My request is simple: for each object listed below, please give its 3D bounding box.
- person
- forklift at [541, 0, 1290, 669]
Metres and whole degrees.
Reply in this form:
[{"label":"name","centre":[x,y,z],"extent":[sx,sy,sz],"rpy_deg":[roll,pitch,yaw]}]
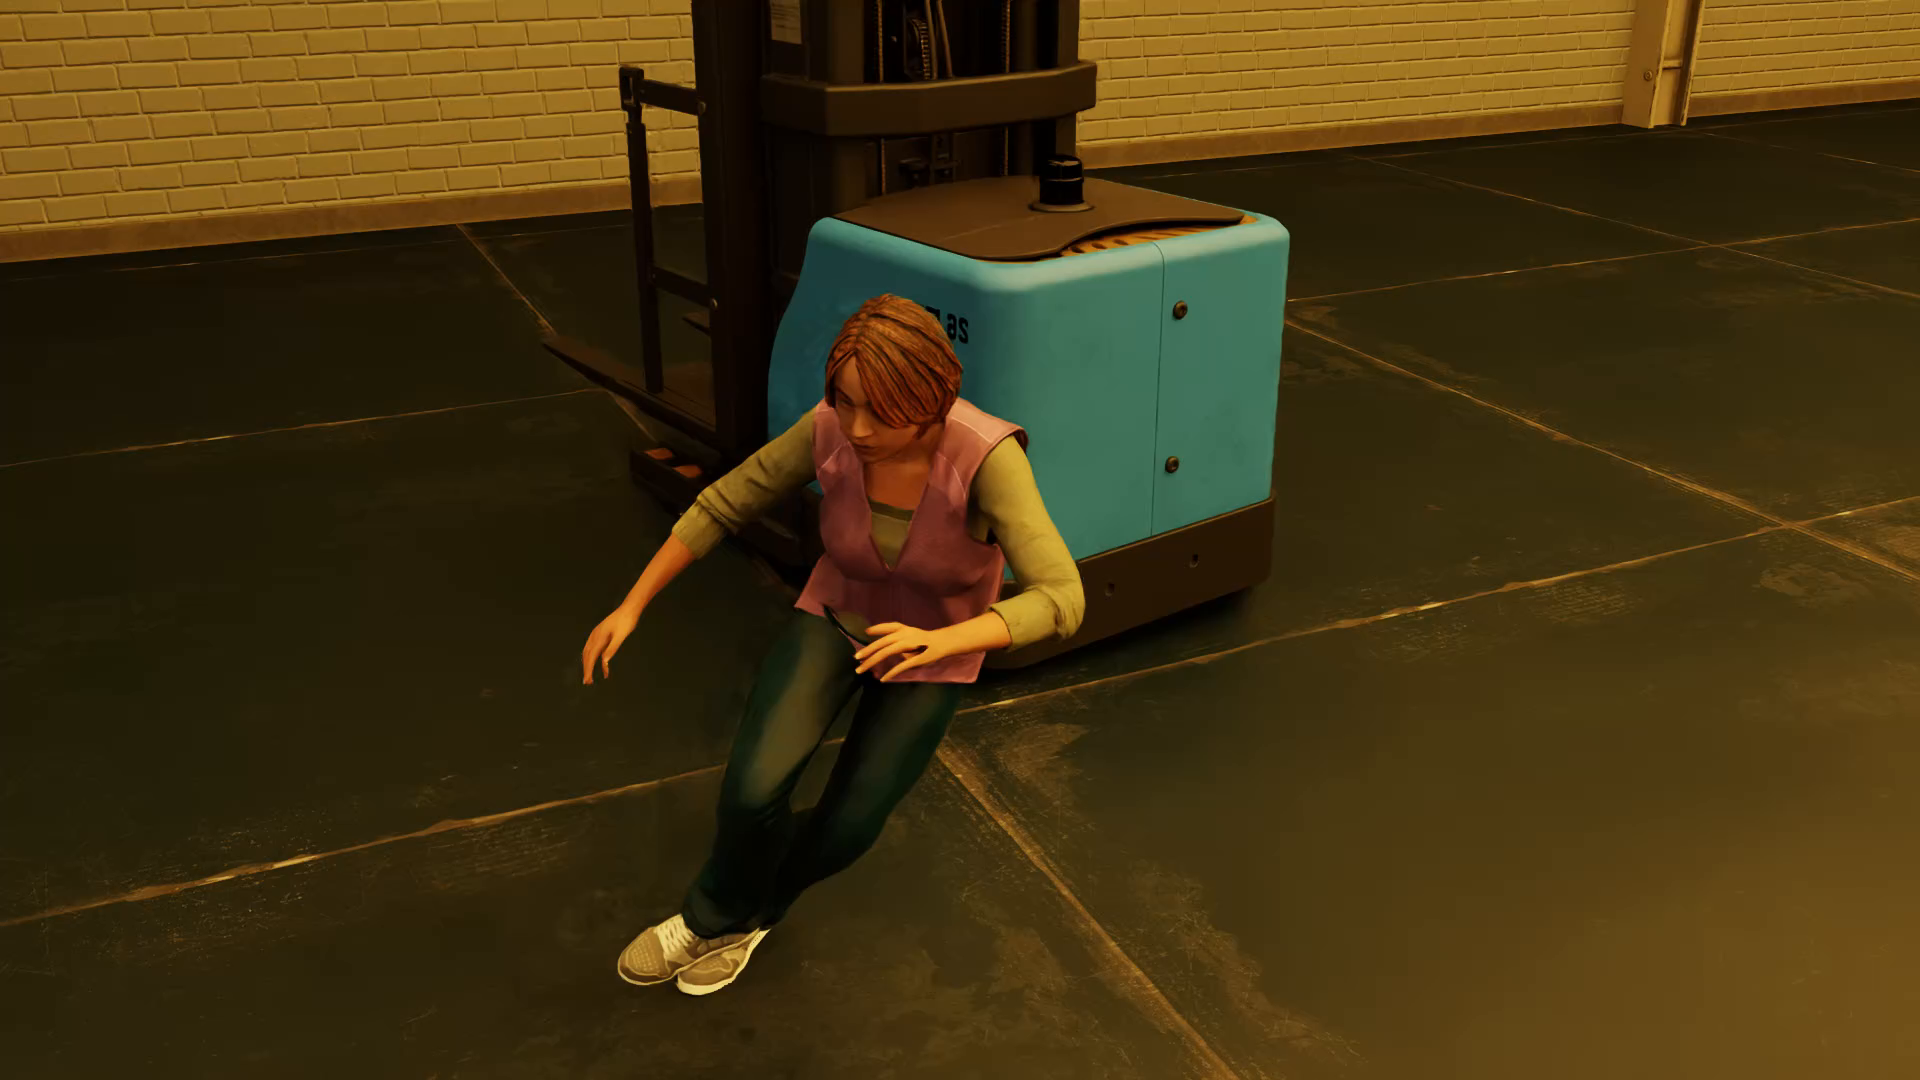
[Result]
[{"label":"person","centre":[-0.212,0.266,2.709],"extent":[0.823,1.376,0.817],"rpy_deg":[2,23,5]},{"label":"forklift","centre":[-0.420,-1.530,4.970],"extent":[1.130,2.935,3.031],"rpy_deg":[-16,28,-34]}]
